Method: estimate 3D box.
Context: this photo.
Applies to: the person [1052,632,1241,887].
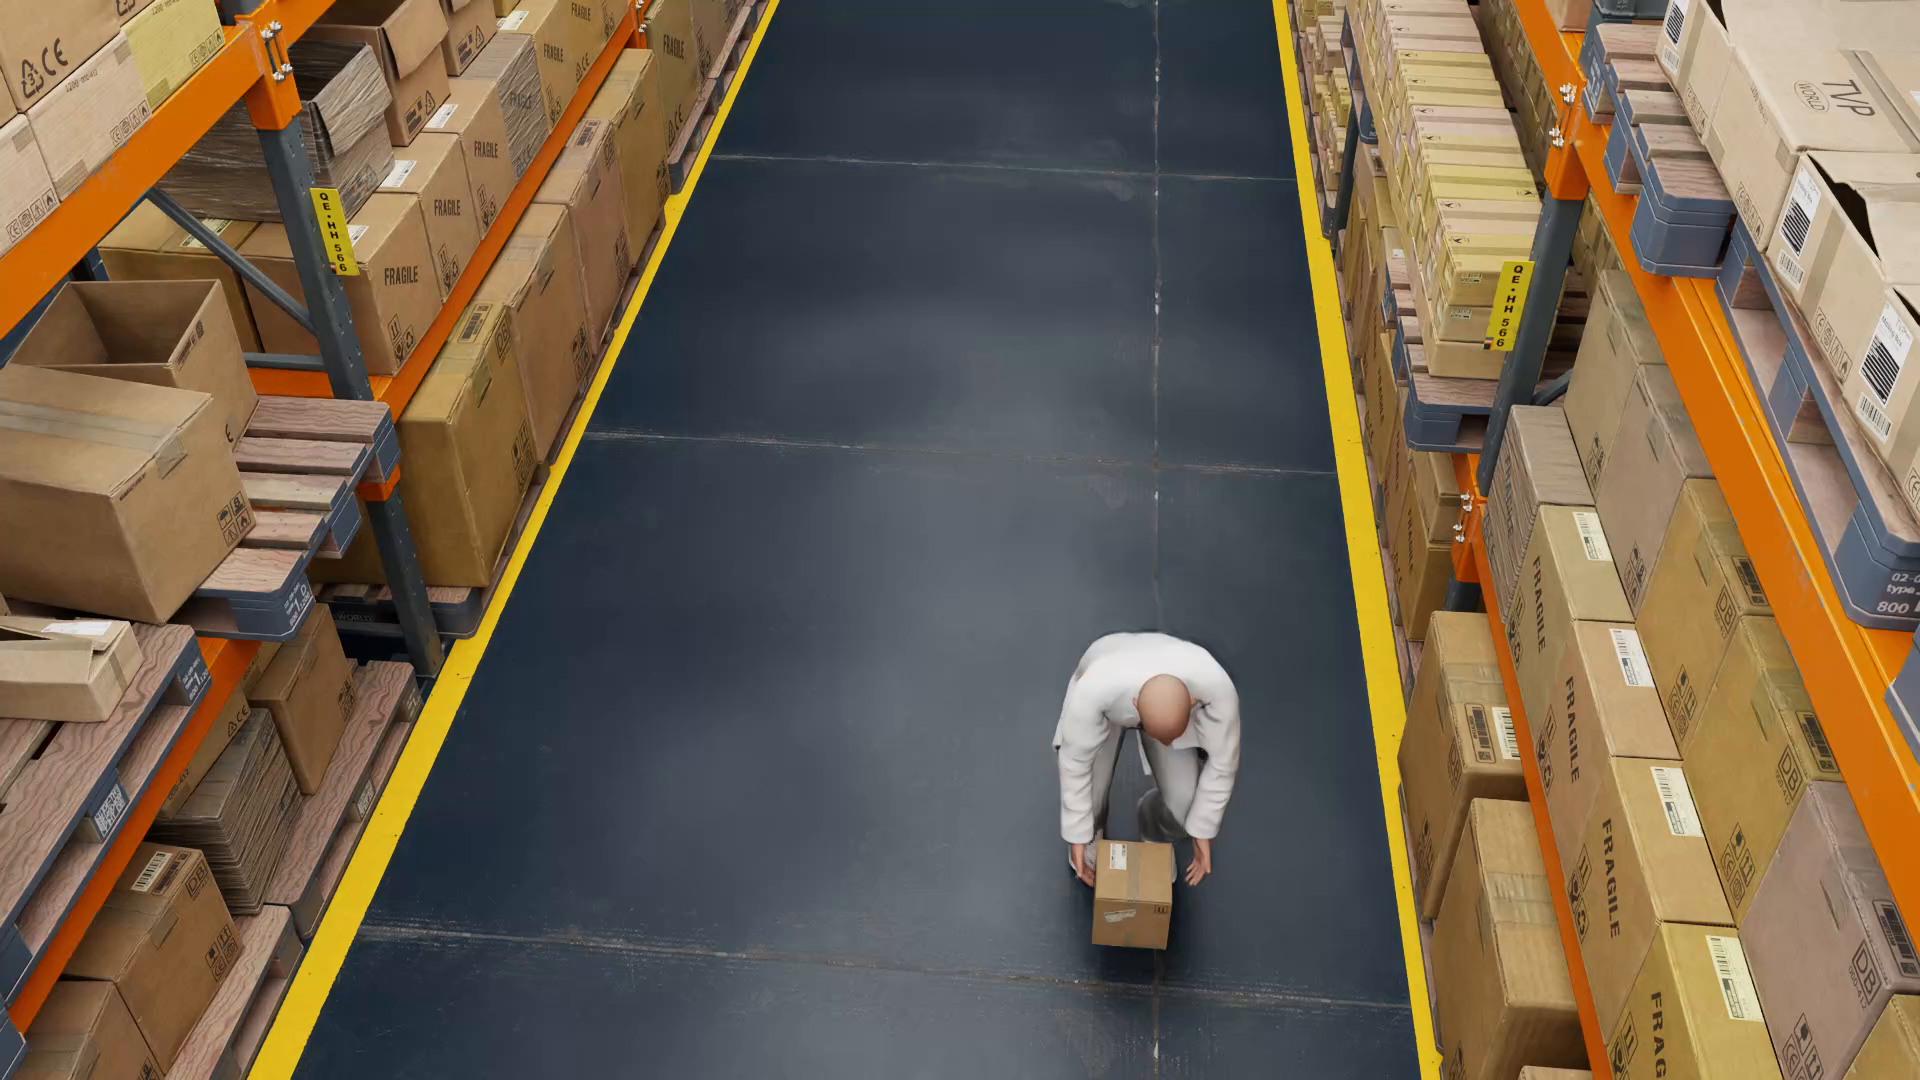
[{"bbox_3d":[0.632,0.712,5.765,0.626,1.195,0.821,2,40,3],"label":"person"}]
